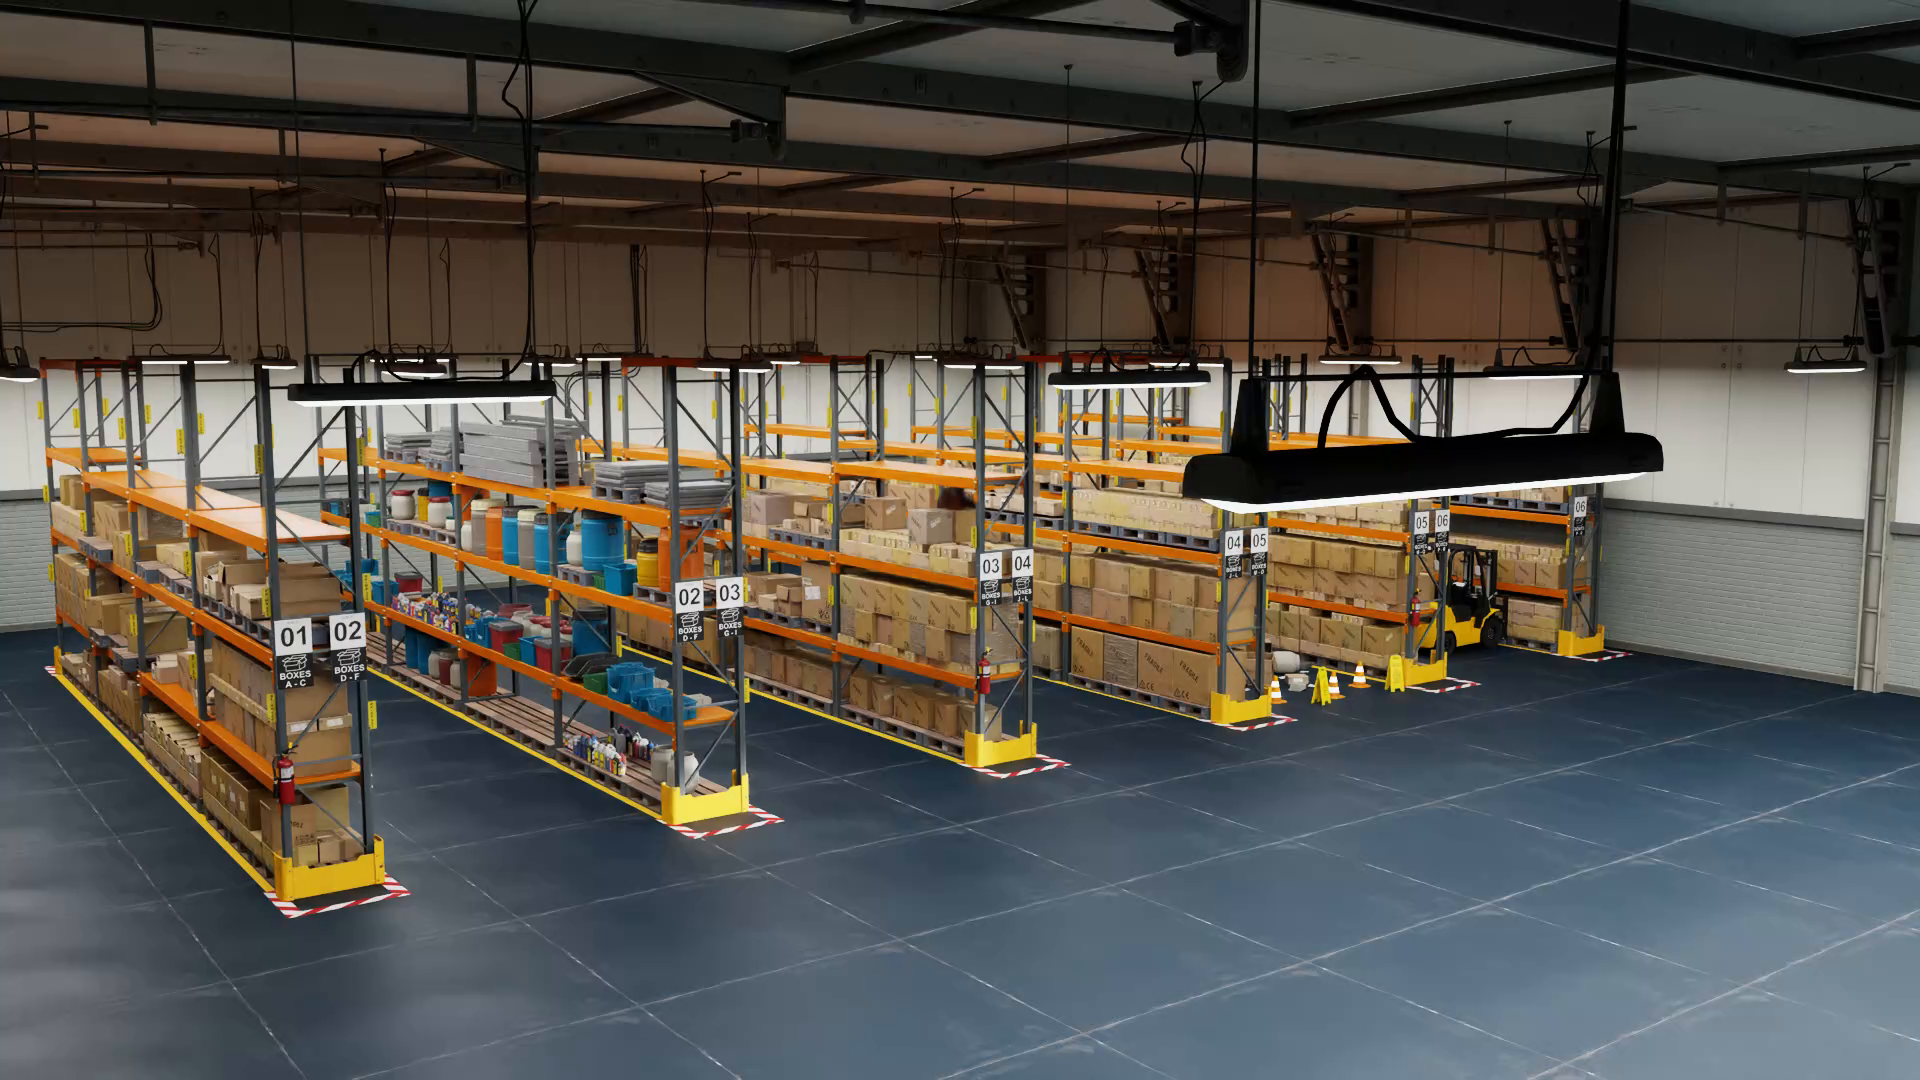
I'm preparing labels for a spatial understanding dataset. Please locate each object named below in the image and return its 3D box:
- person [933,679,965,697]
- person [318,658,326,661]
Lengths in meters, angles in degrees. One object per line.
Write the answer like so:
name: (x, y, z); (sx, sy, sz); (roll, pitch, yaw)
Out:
person: (-0.159, 2.033, 29.024); (0.543, 1.645, 0.976); (-4, 8, -31)
person: (-12.781, 1.504, 32.936); (0.612, 1.797, 0.543); (3, 7, 23)
